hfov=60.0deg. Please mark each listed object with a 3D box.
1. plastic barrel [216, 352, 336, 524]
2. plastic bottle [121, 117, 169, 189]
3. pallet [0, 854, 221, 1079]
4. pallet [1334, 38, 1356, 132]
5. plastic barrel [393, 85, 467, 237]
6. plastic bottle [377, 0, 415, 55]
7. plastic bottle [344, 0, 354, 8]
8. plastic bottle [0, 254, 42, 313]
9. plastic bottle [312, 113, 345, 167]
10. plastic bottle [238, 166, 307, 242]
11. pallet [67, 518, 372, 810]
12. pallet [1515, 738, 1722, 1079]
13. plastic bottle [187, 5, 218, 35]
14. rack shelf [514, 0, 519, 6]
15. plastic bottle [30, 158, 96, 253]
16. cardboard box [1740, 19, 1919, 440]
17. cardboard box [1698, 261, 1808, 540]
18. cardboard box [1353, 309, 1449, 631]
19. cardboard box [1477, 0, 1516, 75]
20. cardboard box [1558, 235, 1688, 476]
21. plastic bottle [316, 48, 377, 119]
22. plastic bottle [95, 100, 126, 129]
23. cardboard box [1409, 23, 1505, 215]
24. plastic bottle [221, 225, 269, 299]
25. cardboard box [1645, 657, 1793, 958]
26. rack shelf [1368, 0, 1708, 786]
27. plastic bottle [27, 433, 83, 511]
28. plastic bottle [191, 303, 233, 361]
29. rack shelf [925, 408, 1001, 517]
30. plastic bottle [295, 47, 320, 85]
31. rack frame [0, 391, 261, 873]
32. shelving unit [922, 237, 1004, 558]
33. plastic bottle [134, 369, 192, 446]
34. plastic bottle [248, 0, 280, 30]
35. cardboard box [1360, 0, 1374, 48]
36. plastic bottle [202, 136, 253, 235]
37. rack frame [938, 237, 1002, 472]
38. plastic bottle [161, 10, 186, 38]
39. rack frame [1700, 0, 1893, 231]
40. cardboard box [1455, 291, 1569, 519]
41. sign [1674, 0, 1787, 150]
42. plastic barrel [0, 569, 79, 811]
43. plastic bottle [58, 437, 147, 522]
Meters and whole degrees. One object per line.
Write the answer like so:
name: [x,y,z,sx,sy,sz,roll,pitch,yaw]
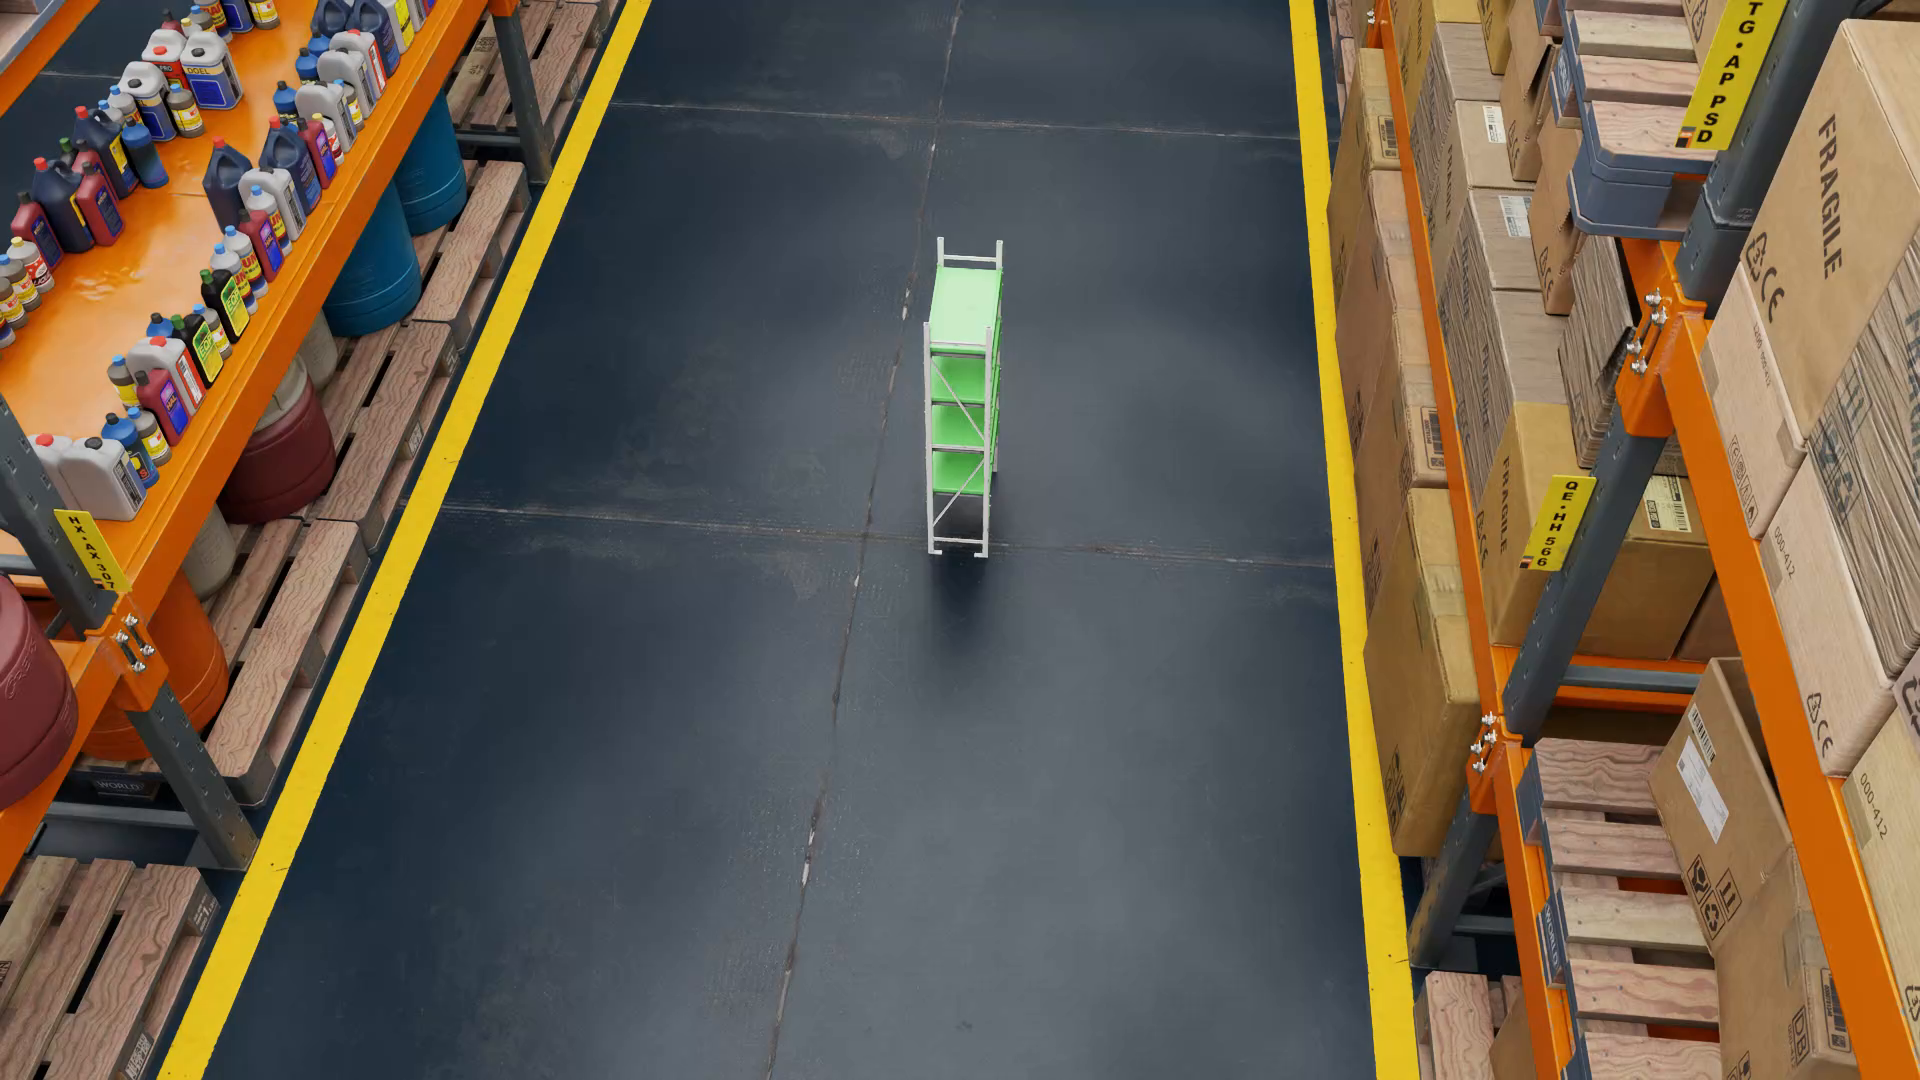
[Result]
plastic barrel: [-2.816,-0.463,6.516,0.600,0.588,0.708,4,48,4]
plastic bottle: [-3.021,-1.439,6.147,0.097,0.271,0.097,0,48,0]
pallet: [-3.056,1.563,5.203,1.003,0.211,1.213,4,48,4]
pallet: [2.497,-2.163,8.612,1.003,0.211,1.213,4,48,4]
plastic barrel: [-2.649,-1.919,7.636,0.600,0.901,0.708,4,48,4]
plastic bottle: [-2.340,-2.170,6.761,0.144,0.351,0.185,4,48,4]
plastic bottle: [-2.484,-2.180,6.770,0.144,0.351,0.185,4,48,4]
plastic bottle: [-3.232,-0.886,5.688,0.097,0.201,0.097,0,48,0]
plastic bottle: [-2.392,-1.510,6.259,0.097,0.201,0.097,0,48,0]
plastic bottle: [-2.459,-1.218,5.941,0.152,0.276,0.135,4,48,4]
pallet: [-2.916,0.414,6.254,1.003,0.211,1.213,4,48,4]
pallet: [2.027,0.984,3.973,1.213,0.211,1.003,4,48,4]
plastic bottle: [-3.084,-2.079,6.779,0.097,0.201,0.097,0,48,0]
rack shelf: [-2.400,-4.111,8.991,1.077,0.370,4.000,4,48,4]
plastic bottle: [-3.175,-1.208,5.881,0.144,0.351,0.185,4,48,4]
cardboard box: [1.687,-0.498,2.760,0.500,0.500,0.500,4,48,4]
cardboard box: [1.689,-0.245,3.036,0.500,0.250,0.500,5,48,4]
cardboard box: [2.158,-0.197,6.078,1.225,0.875,0.875,4,48,4]
cardboard box: [2.226,-1.950,5.779,0.797,0.503,0.637,4,48,4]
cardboard box: [2.068,-0.520,4.471,0.797,0.503,0.637,5,48,5]
plastic bottle: [-2.388,-1.793,6.467,0.152,0.276,0.135,4,48,4]
plastic bottle: [-3.156,-1.520,6.221,0.097,0.271,0.097,0,48,0]
cardboard box: [1.968,-1.526,6.071,0.500,0.500,0.500,3,48,3]
plastic bottle: [-2.463,-0.960,5.708,0.097,0.271,0.097,0,48,0]
cardboard box: [1.976,0.612,3.831,0.500,0.500,0.500,-1,48,-1]
rack shelf: [2.168,-0.839,5.998,1.077,0.370,4.000,4,48,4]
plastic bottle: [-2.737,-0.209,5.019,0.152,0.276,0.135,4,48,4]
plastic bottle: [-2.493,-0.695,5.514,0.097,0.201,0.097,0,48,0]
rack shelf: [0.015,-0.321,6.669,0.258,0.148,0.480,4,48,4]
plastic bottle: [-2.514,-1.786,6.464,0.097,0.271,0.097,0,48,0]
rack frame: [-2.947,0.055,4.693,1.000,3.000,0.127,4,48,4]
shelving unit: [0.015,-0.527,6.444,0.258,1.200,0.503,4,48,4]
plastic bottle: [-2.510,-0.440,5.225,0.061,0.283,0.133,4,48,4]
plastic bottle: [-2.911,-2.239,6.926,0.097,0.201,0.097,0,48,0]
cardboard box: [2.490,-2.455,8.144,0.875,0.875,0.875,4,48,4]
plastic bottle: [-2.604,-1.272,5.940,0.144,0.351,0.185,4,48,4]
rack frame: [0.037,-0.706,6.608,0.240,1.200,0.015,4,48,4]
plastic bottle: [-3.121,-1.951,6.607,0.061,0.283,0.133,4,48,4]
rack frame: [1.986,-1.636,2.174,1.000,3.000,0.127,4,48,4]
cardboard box: [1.835,-0.391,5.033,0.500,0.500,0.500,3,48,3]
sign: [1.434,-0.869,3.101,0.100,0.325,0.005,4,48,4]
plastic barrel: [-2.687,0.371,4.312,0.600,0.536,0.708,4,48,4]
plastic bottle: [-2.585,-0.199,5.009,0.152,0.276,0.135,4,48,4]
